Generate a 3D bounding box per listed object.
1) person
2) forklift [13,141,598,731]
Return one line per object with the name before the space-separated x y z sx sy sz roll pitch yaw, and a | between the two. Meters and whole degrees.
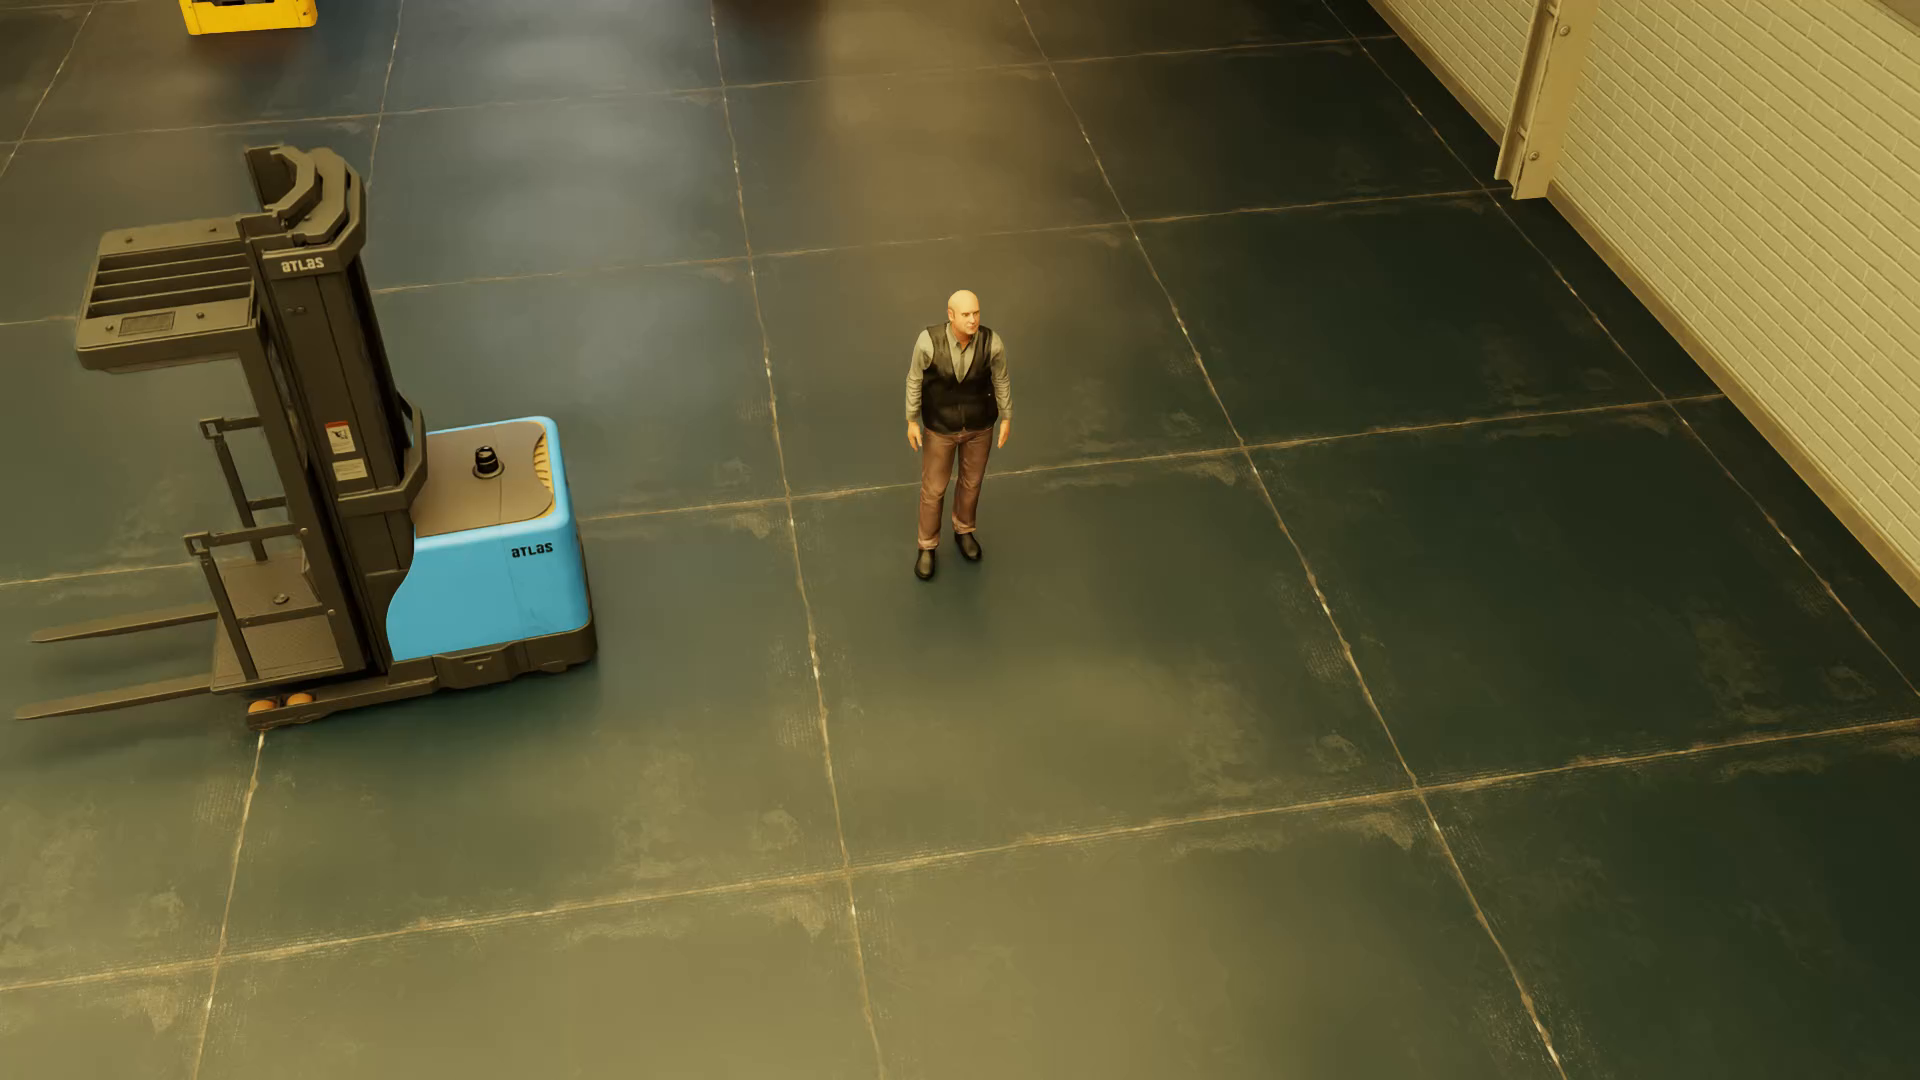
person | 0.003 -0.621 9.611 0.632 1.720 0.568 -7 41 -8
forklift | -3.620 -0.467 8.507 3.031 2.935 1.130 -10 41 -11
